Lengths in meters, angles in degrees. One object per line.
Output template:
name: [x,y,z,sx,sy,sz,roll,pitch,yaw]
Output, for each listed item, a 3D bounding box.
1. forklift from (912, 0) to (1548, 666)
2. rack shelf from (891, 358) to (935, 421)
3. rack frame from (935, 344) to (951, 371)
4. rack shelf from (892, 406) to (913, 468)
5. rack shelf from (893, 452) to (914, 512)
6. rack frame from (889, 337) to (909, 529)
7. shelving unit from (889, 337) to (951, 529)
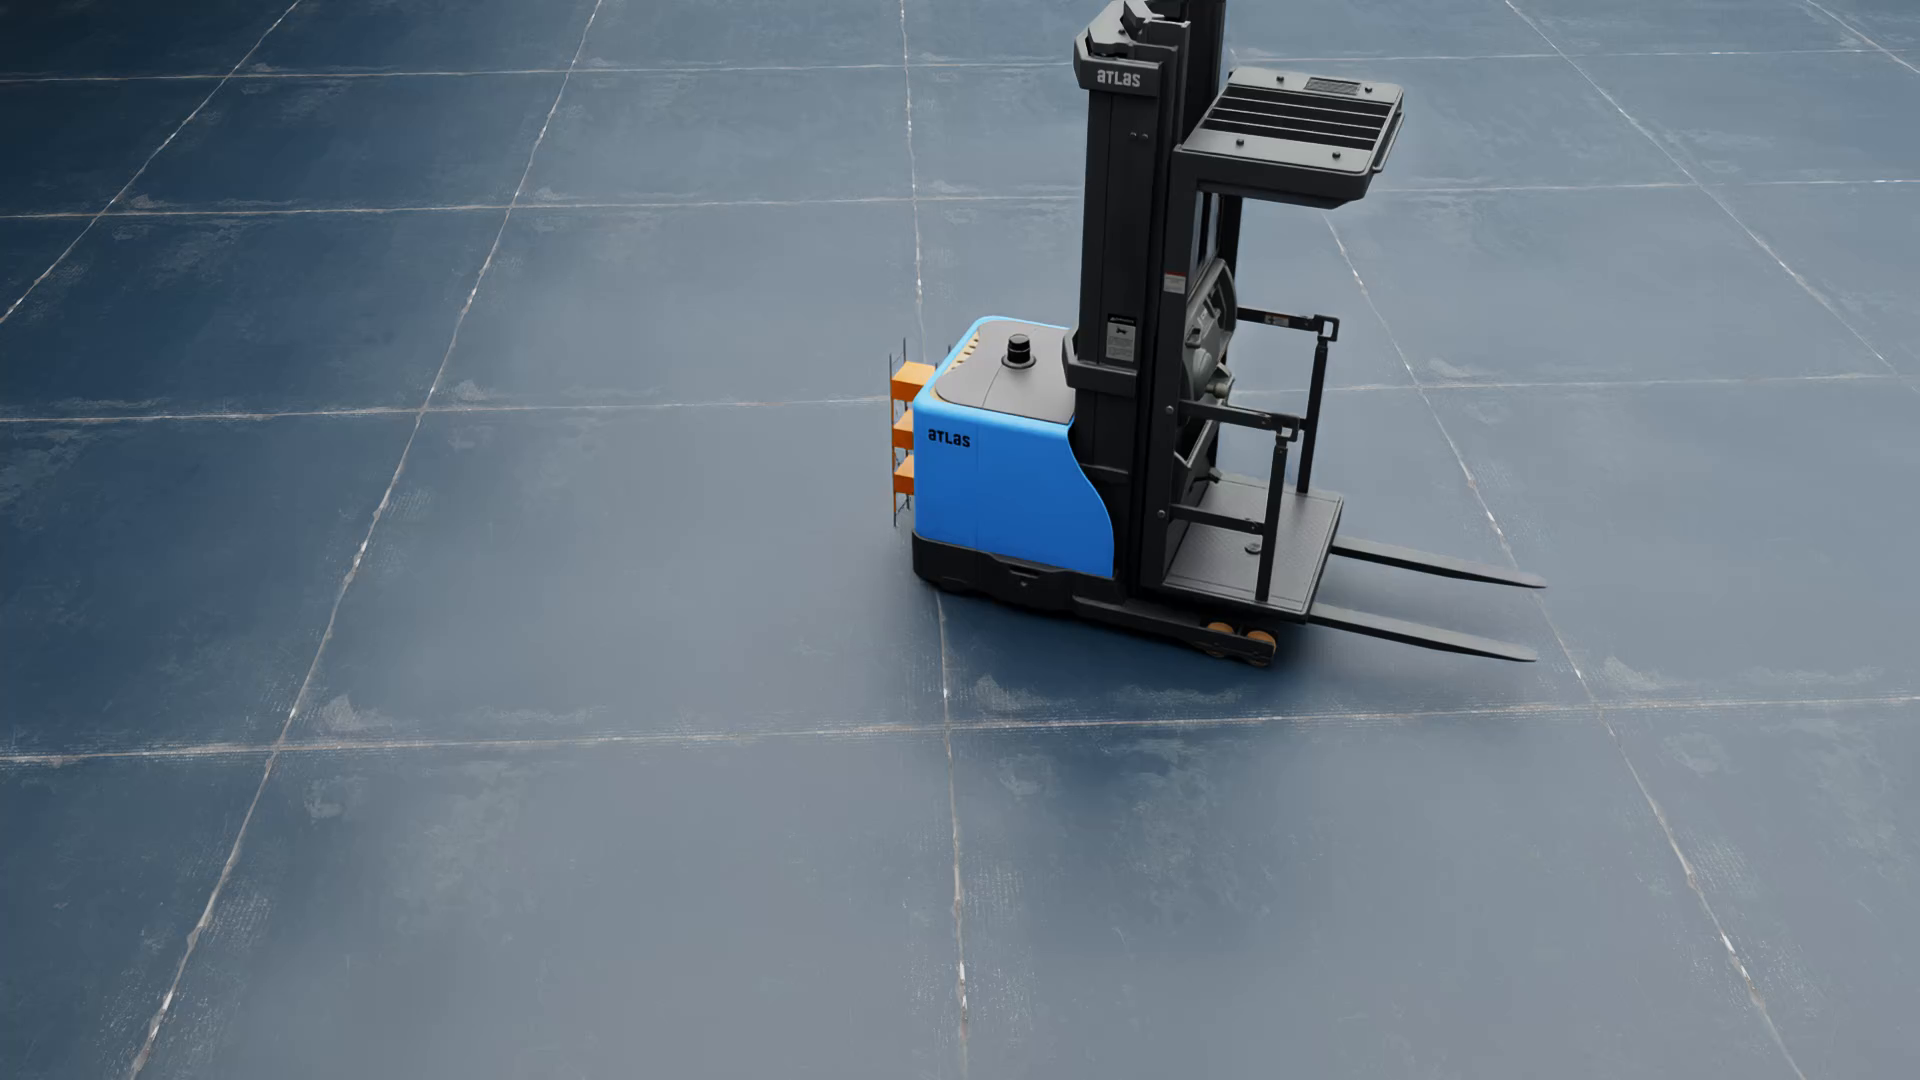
forklift: [1.332,-0.949,7.581,3.031,2.935,1.130,12,36,17]
rack shelf: [-0.200,-0.747,8.462,0.240,0.259,0.215,12,36,17]
rack frame: [-0.085,-0.498,8.583,0.008,1.050,0.200,12,36,17]
rack shelf: [-0.200,-0.513,8.624,0.240,0.259,0.215,12,36,17]
rack shelf: [-0.200,-0.285,8.782,0.240,0.259,0.215,12,36,17]
rack frame: [-0.314,-0.546,8.653,0.008,1.050,0.200,12,36,17]
shelving unit: [-0.200,-0.522,8.618,0.252,1.050,0.215,12,36,17]
